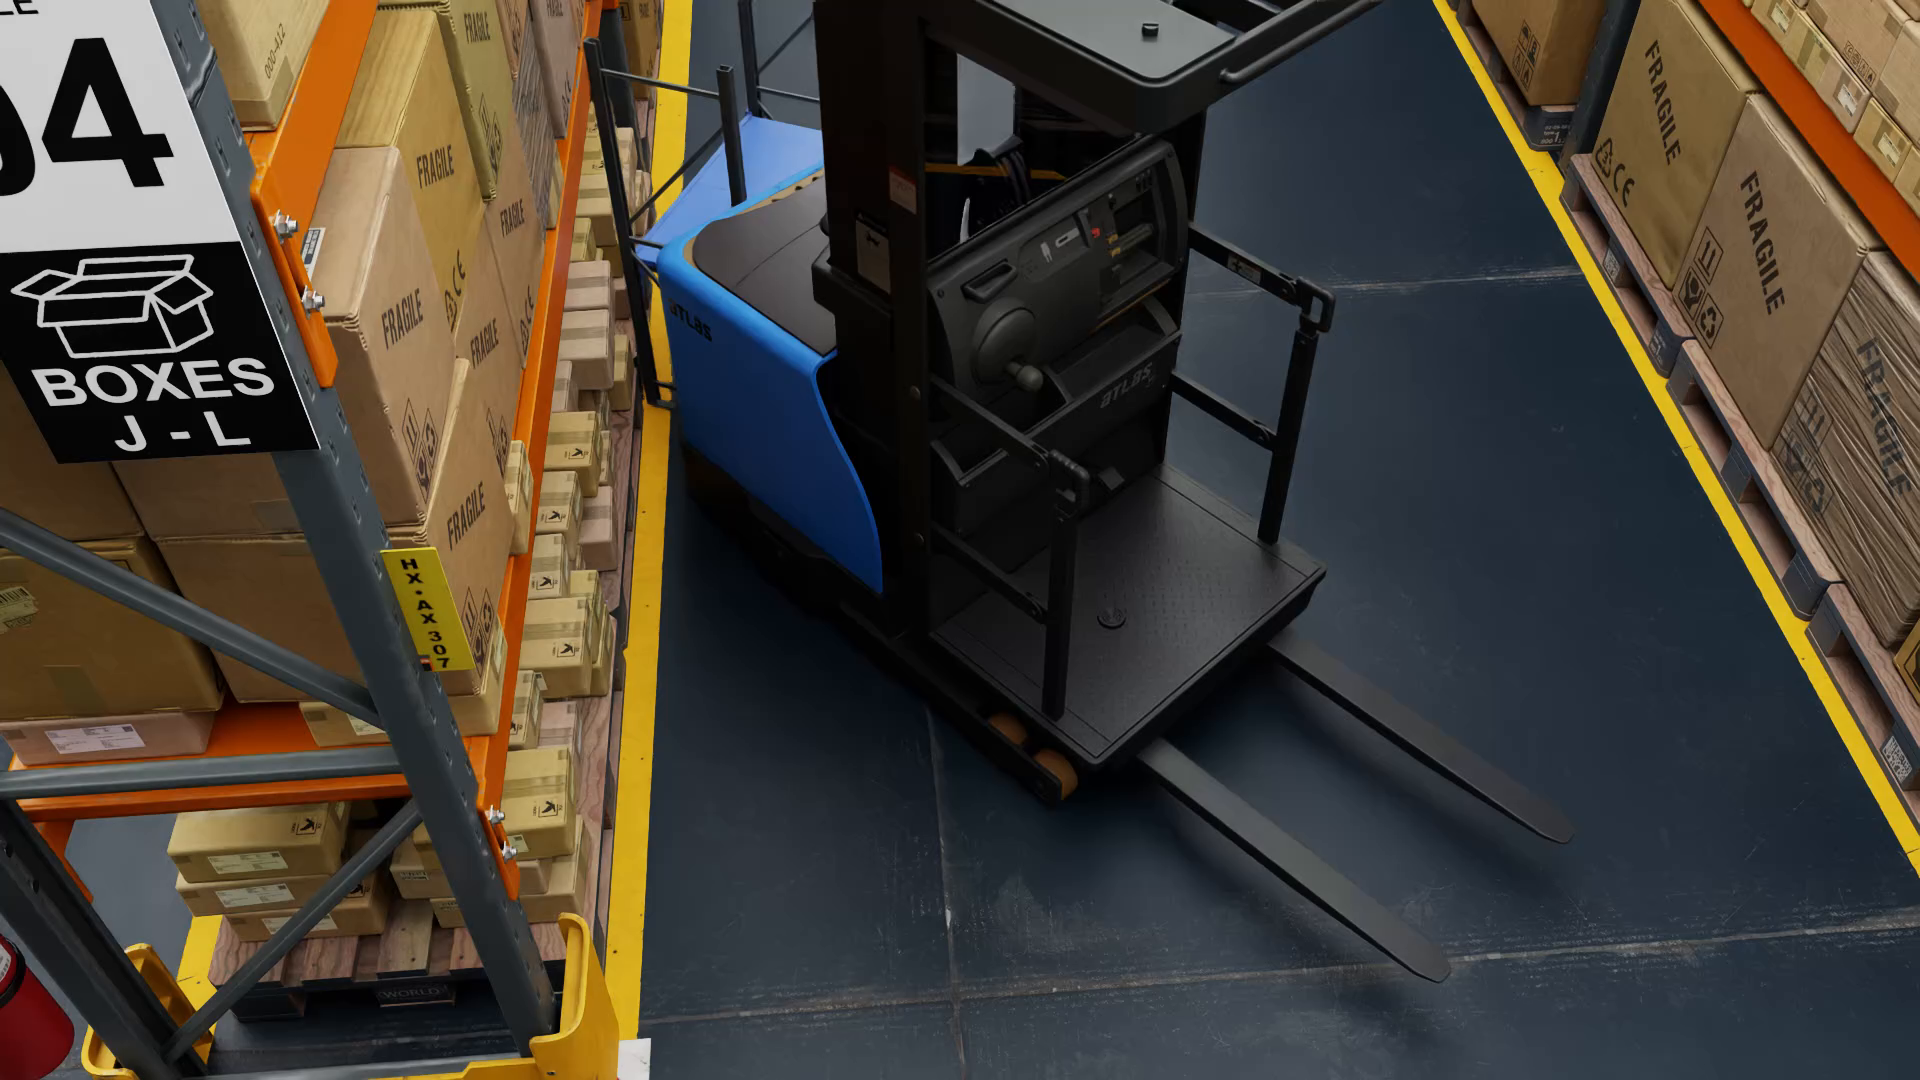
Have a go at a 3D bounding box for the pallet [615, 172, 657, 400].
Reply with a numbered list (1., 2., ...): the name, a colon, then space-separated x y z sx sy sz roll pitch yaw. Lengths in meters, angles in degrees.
1. pallet: -1.733 -0.992 6.544 1.003 0.211 1.213 -3 47 -3

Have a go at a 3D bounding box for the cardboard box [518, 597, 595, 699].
1. cardboard box: -1.231 0.309 4.656 0.380 0.149 0.250 -4 47 -3

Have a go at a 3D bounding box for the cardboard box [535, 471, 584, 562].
1. cardboard box: -1.348 -0.067 5.012 0.380 0.149 0.250 -2 47 -2

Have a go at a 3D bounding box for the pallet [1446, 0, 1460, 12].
1. pallet: 2.882 -3.143 8.581 1.003 0.211 1.213 -3 47 -3

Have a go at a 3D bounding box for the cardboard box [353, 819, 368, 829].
1. cardboard box: -1.864 0.747 4.651 0.380 0.149 0.250 -2 47 -2

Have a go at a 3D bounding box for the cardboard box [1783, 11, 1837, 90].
1. cardboard box: 2.910 -1.587 5.360 0.380 0.149 0.250 -4 47 -4

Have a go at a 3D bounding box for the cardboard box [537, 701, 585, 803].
1. cardboard box: -1.244 0.597 4.588 0.380 0.149 0.250 -4 47 -3

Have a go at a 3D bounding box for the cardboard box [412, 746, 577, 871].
1. cardboard box: -1.195 0.691 4.294 0.380 0.149 0.250 -5 47 -5

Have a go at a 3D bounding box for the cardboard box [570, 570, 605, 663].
1. cardboard box: -1.266 0.233 4.933 0.380 0.149 0.250 -2 47 -2

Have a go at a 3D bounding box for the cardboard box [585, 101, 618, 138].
1. cardboard box: -1.535 -1.562 6.428 0.380 0.149 0.250 -2 47 -2

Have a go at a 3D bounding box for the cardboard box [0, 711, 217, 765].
1. cardboard box: -1.799 0.327 3.547 0.380 0.149 0.250 -3 47 -3

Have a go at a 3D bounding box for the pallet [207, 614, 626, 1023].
1. pallet: -1.529 0.773 4.872 1.003 0.211 1.213 -3 47 -3

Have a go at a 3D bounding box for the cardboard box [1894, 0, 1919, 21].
1. cardboard box: 2.994 -1.877 4.843 0.500 0.500 0.500 -5 47 -5

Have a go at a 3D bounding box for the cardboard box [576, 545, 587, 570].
1. cardboard box: -1.374 0.163 5.204 0.380 0.149 0.250 -3 47 -3

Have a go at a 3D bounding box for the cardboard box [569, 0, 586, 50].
1. cardboard box: -1.460 -1.863 5.175 0.500 0.500 0.500 -5 47 -4

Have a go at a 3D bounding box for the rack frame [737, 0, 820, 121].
1. rack frame: -0.576 -1.665 6.292 0.500 1.500 0.032 15 48 14

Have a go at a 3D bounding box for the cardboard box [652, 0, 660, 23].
1. cardboard box: -1.668 -2.653 7.629 0.500 0.500 0.500 -2 47 -1

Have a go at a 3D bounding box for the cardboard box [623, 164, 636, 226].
1. cardboard box: -1.446 -1.298 6.382 0.380 0.149 0.250 -6 47 -5

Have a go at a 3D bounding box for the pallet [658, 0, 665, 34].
1. pallet: -1.996 -2.924 8.374 1.003 0.211 1.213 -3 47 -3

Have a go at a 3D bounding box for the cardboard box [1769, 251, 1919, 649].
1. cardboard box: 3.252 -0.299 5.142 0.875 0.875 0.875 -3 47 -3

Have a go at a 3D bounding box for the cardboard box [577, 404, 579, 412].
1. cardboard box: -1.460 -0.343 5.479 0.380 0.149 0.250 -1 47 -1

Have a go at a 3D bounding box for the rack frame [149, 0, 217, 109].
1. rack frame: -1.490 -1.604 1.071 1.000 3.000 0.127 -3 47 -3

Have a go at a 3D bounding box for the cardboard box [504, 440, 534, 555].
1. cardboard box: -1.222 -0.088 3.941 0.380 0.149 0.250 -5 47 -4

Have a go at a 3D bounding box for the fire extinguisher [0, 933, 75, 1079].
1. fire extinguisher: -1.928 0.824 3.213 0.296 0.674 0.183 -3 47 -3

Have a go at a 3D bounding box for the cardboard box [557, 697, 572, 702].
1. cardboard box: -1.346 0.533 4.853 0.380 0.149 0.250 -3 47 -3

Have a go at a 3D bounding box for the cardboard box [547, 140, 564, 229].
1. cardboard box: -1.365 -1.029 4.832 0.380 0.149 0.250 -3 47 -3

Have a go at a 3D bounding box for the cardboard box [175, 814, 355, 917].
1. cardboard box: -1.818 0.828 4.369 0.380 0.149 0.250 -5 47 -4

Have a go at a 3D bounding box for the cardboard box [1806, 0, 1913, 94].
1. cardboard box: 2.990 -1.623 5.120 0.500 0.250 0.500 -2 47 -2

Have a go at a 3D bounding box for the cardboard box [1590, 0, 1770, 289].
1. cardboard box: 3.102 -1.594 6.368 0.875 0.875 0.875 -3 47 -3

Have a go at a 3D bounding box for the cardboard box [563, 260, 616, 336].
1. cardboard box: -1.388 -0.817 5.722 0.380 0.149 0.250 -6 47 -5

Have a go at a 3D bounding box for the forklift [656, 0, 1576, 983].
1. forklift: 0.433 -0.649 4.346 1.130 2.935 3.031 -35 56 -29

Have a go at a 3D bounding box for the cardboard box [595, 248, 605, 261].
1. cardboard box: -1.483 -0.917 6.022 0.380 0.149 0.250 -3 47 -3

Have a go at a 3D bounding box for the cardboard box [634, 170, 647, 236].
1. cardboard box: -1.452 -1.336 6.623 0.380 0.149 0.250 -3 47 -3

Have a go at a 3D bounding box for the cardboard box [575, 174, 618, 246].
1. cardboard box: -1.446 -1.200 6.085 0.380 0.149 0.250 -4 47 -4

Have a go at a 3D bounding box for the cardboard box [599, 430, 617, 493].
1. cardboard box: -1.357 -0.222 5.568 0.380 0.149 0.250 -3 47 -3

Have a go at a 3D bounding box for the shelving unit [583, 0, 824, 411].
1. shelving unit: -0.753 -1.319 5.964 0.538 1.500 1.048 15 48 14

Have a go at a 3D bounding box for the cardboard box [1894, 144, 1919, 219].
1. cardboard box: 2.976 -1.026 4.829 0.380 0.149 0.250 -3 47 -3

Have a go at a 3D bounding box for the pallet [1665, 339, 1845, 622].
1. pallet: 3.217 -0.265 5.855 1.003 0.211 1.213 -3 47 -3

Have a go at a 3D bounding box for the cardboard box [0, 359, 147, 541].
1. cardboard box: -1.776 -0.337 3.041 0.500 0.500 0.500 -4 47 -4

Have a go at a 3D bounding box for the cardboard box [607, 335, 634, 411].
1. cardboard box: -1.365 -0.587 5.914 0.380 0.149 0.250 -4 47 -3

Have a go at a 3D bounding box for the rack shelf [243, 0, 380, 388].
1. rack shelf: -1.657 -1.772 3.792 1.077 0.370 4.000 -3 47 -3

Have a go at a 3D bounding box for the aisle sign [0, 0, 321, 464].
1. aisle sign: -1.185 -0.400 2.272 0.394 0.787 0.004 -3 47 -3

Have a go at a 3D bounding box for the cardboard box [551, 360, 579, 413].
1. cardboard box: -1.441 -0.436 5.362 0.380 0.149 0.250 -3 47 -3
